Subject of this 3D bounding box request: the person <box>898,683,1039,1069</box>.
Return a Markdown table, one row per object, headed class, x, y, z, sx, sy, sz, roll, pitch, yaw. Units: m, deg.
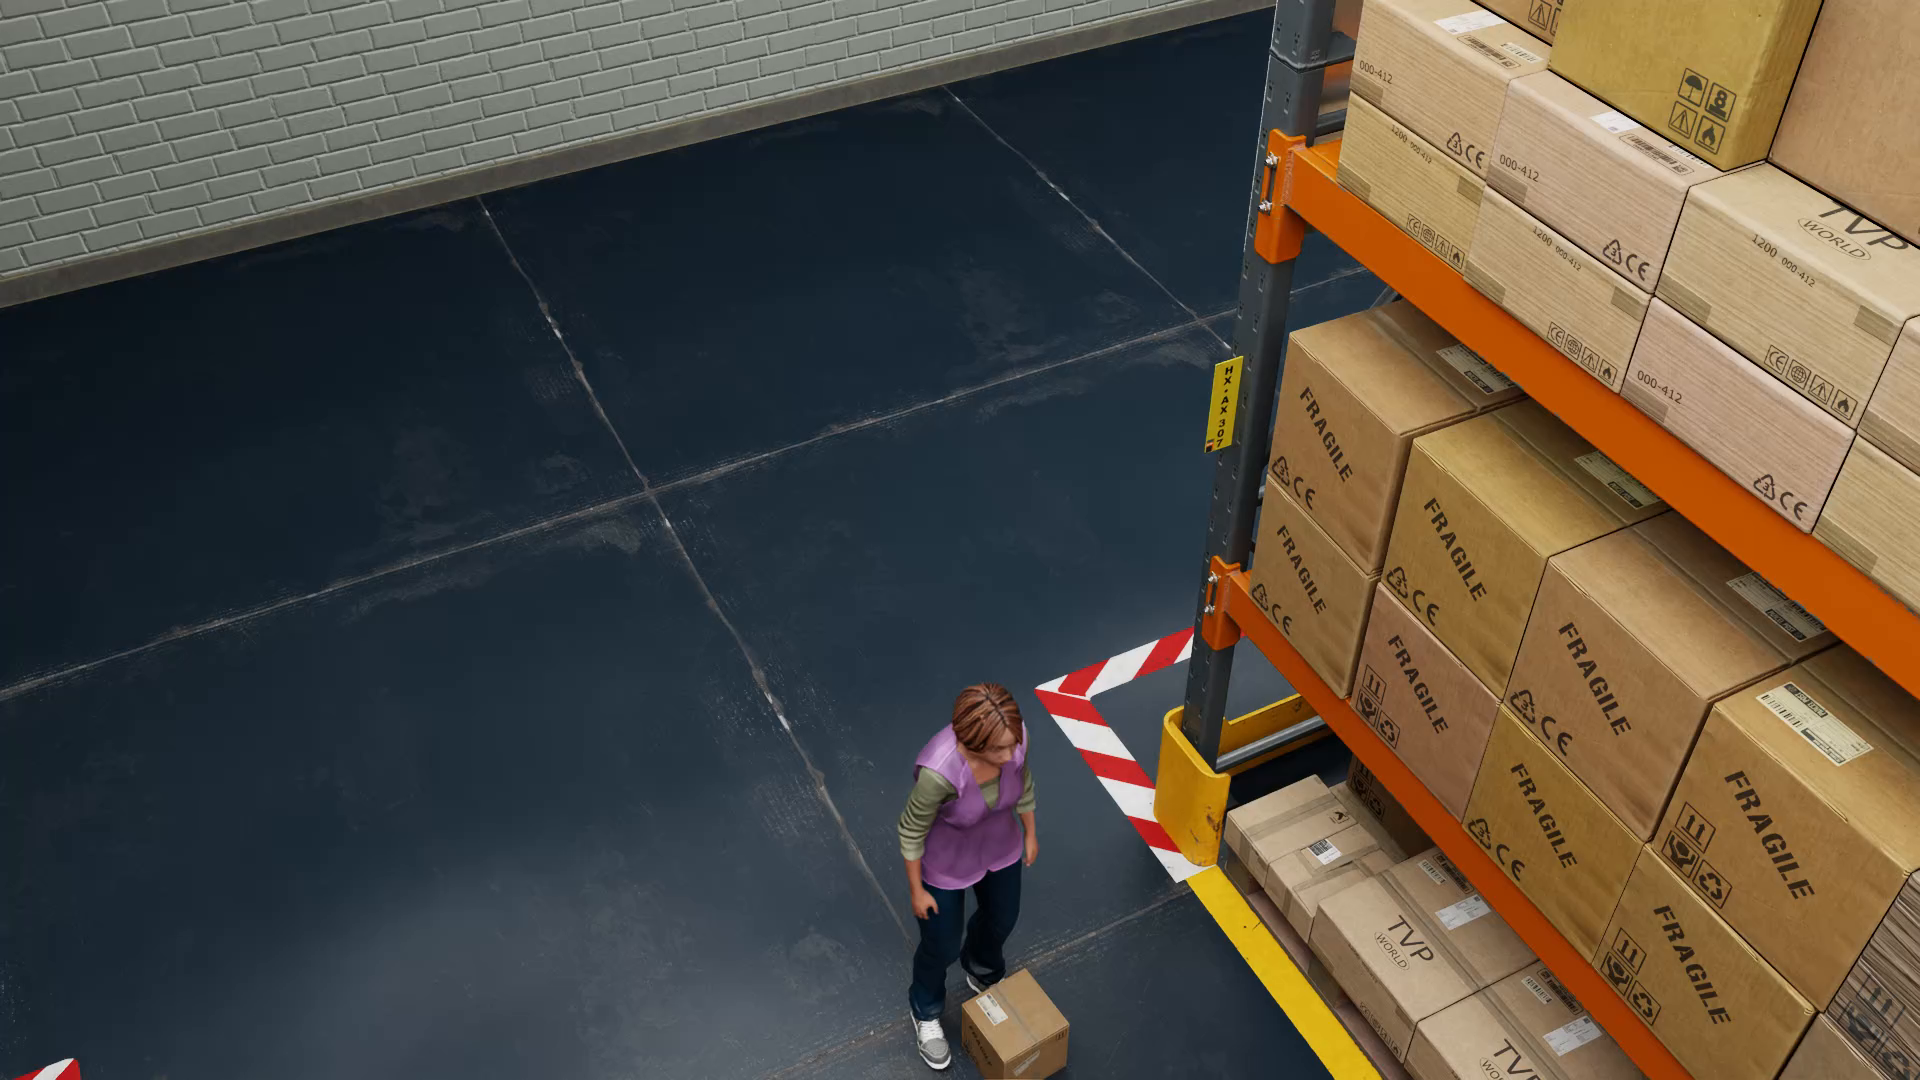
| class | x | y | z | sx | sy | sz | roll | pitch | yaw |
| --- | --- | --- | --- | --- | --- | --- | --- | --- | --- |
| person | 0.032 | 0.981 | 5.073 | 0.474 | 1.592 | 0.350 | -23 | 47 | -23 |
